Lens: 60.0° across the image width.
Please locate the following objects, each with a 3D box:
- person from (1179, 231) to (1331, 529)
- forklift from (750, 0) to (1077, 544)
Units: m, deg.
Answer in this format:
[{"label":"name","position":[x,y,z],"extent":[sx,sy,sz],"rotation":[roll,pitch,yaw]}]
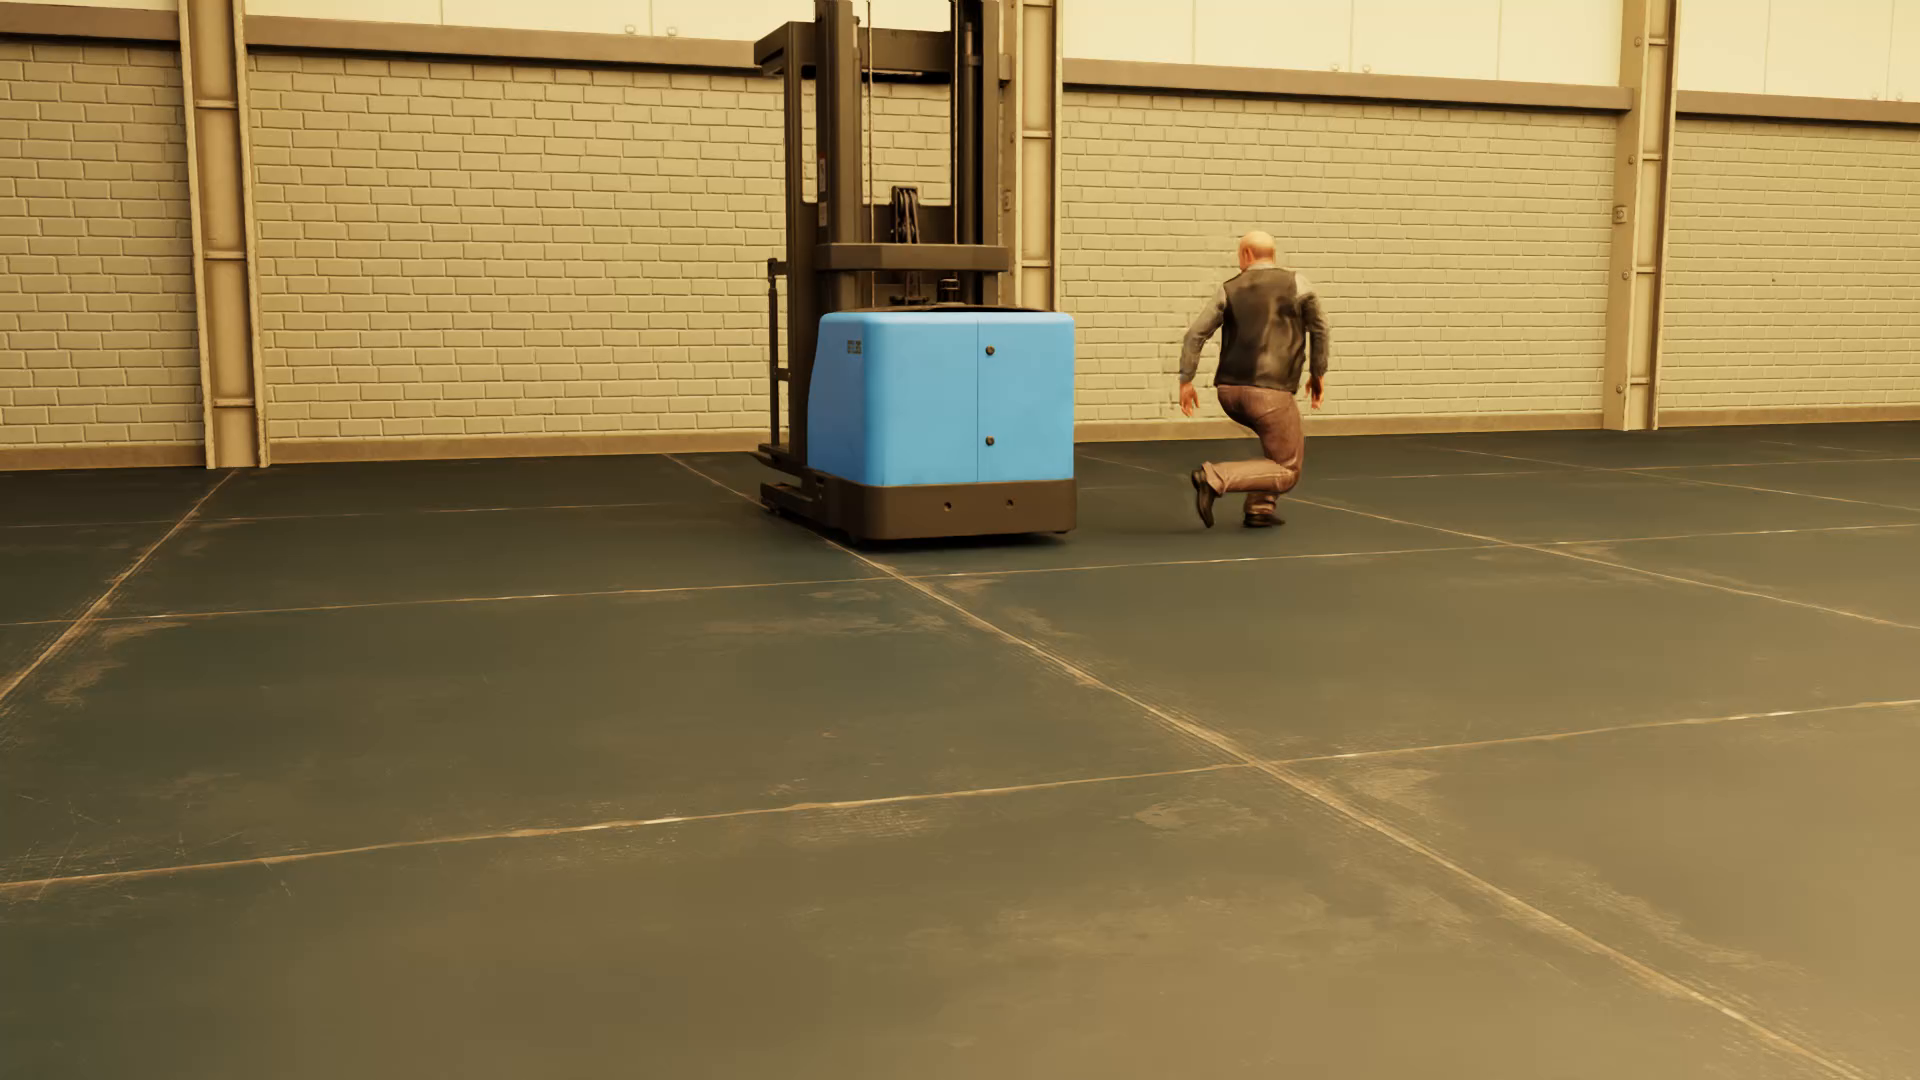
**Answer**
[{"label":"person","position":[1.428,-0.788,8.309],"extent":[0.806,1.503,0.627],"rotation":[-6,10,-38]},{"label":"forklift","position":[-0.443,-1.594,8.766],"extent":[1.130,2.935,3.031],"rotation":[-3,8,-20]}]
